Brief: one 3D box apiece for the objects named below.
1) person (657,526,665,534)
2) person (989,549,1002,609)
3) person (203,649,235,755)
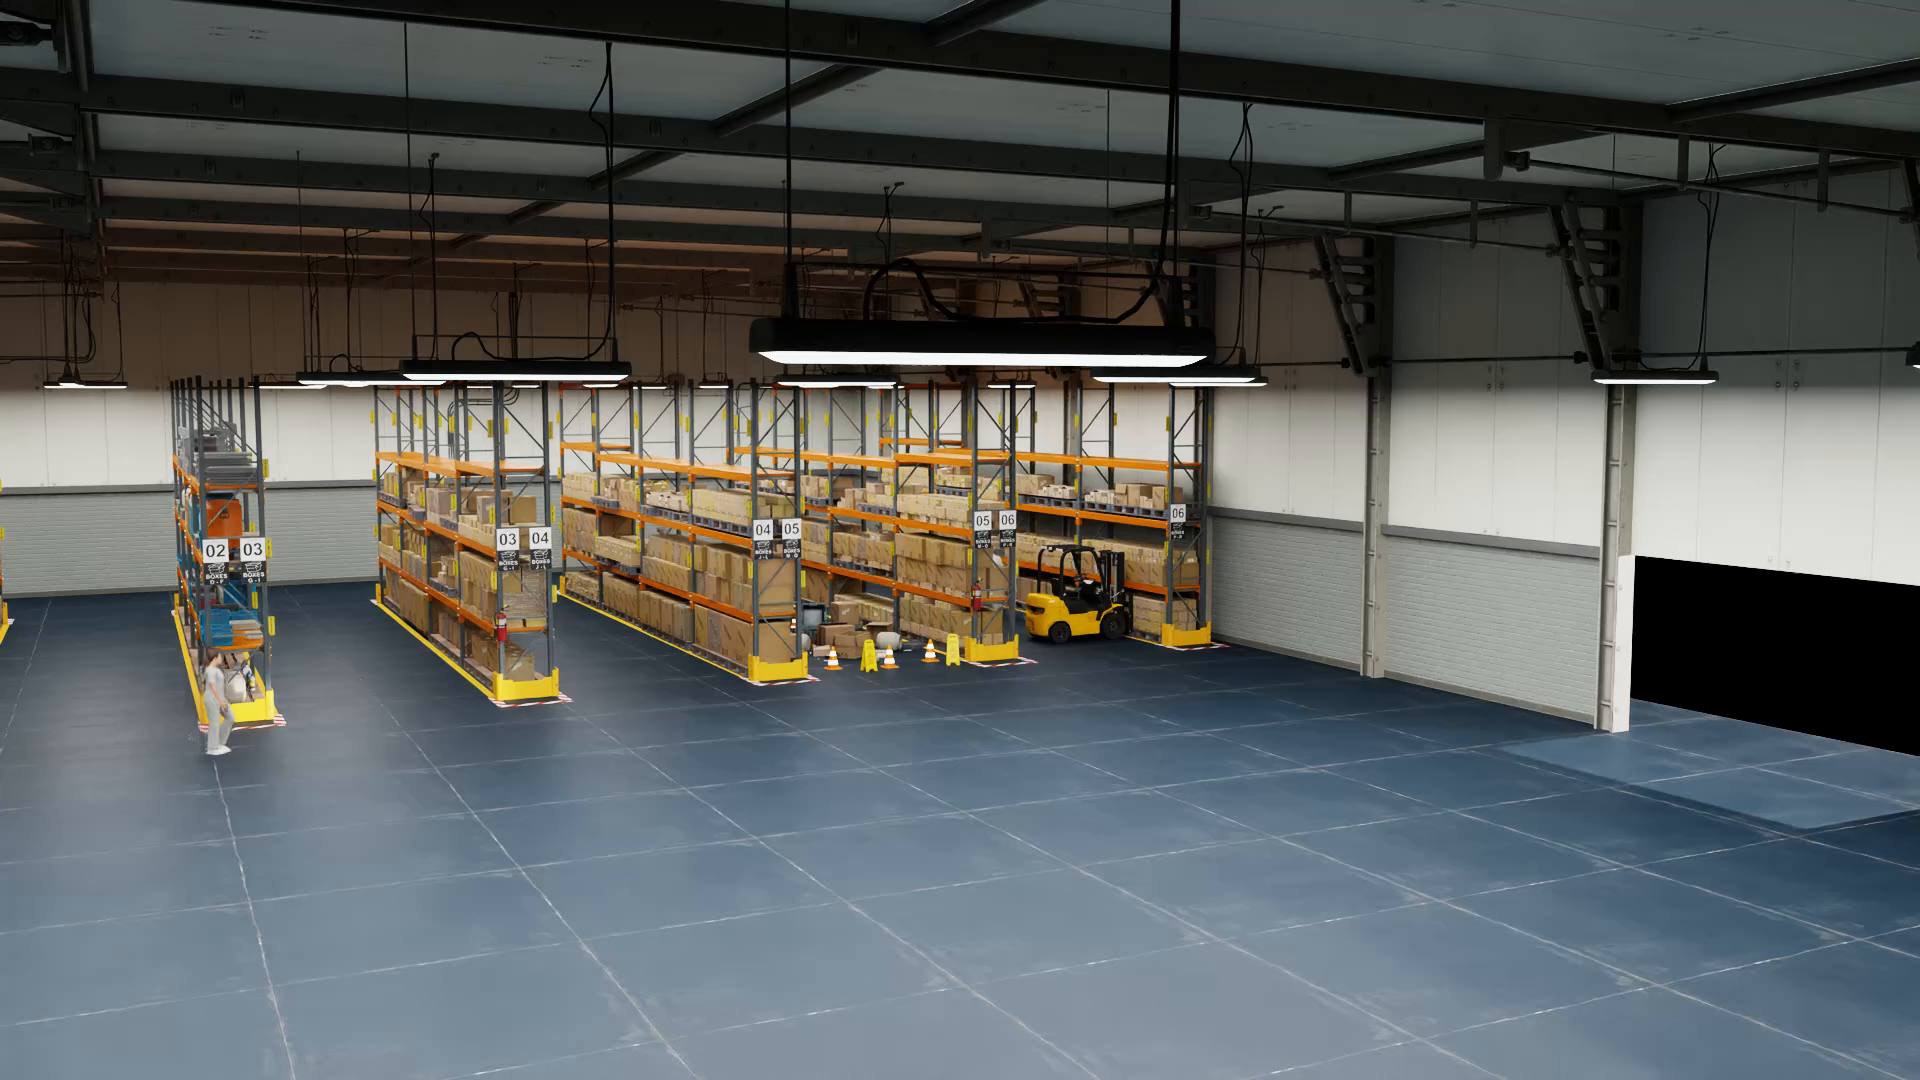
[{"bbox_3d":[-9.084,0.413,50.604,0.488,1.681,0.512,-2,5,-18],"label":"person"},{"bbox_3d":[0.769,1.044,42.648,0.558,1.823,0.607,-4,7,-39],"label":"person"},{"bbox_3d":[-11.750,2.560,26.327,0.435,1.675,0.481,0,5,-1],"label":"person"}]
